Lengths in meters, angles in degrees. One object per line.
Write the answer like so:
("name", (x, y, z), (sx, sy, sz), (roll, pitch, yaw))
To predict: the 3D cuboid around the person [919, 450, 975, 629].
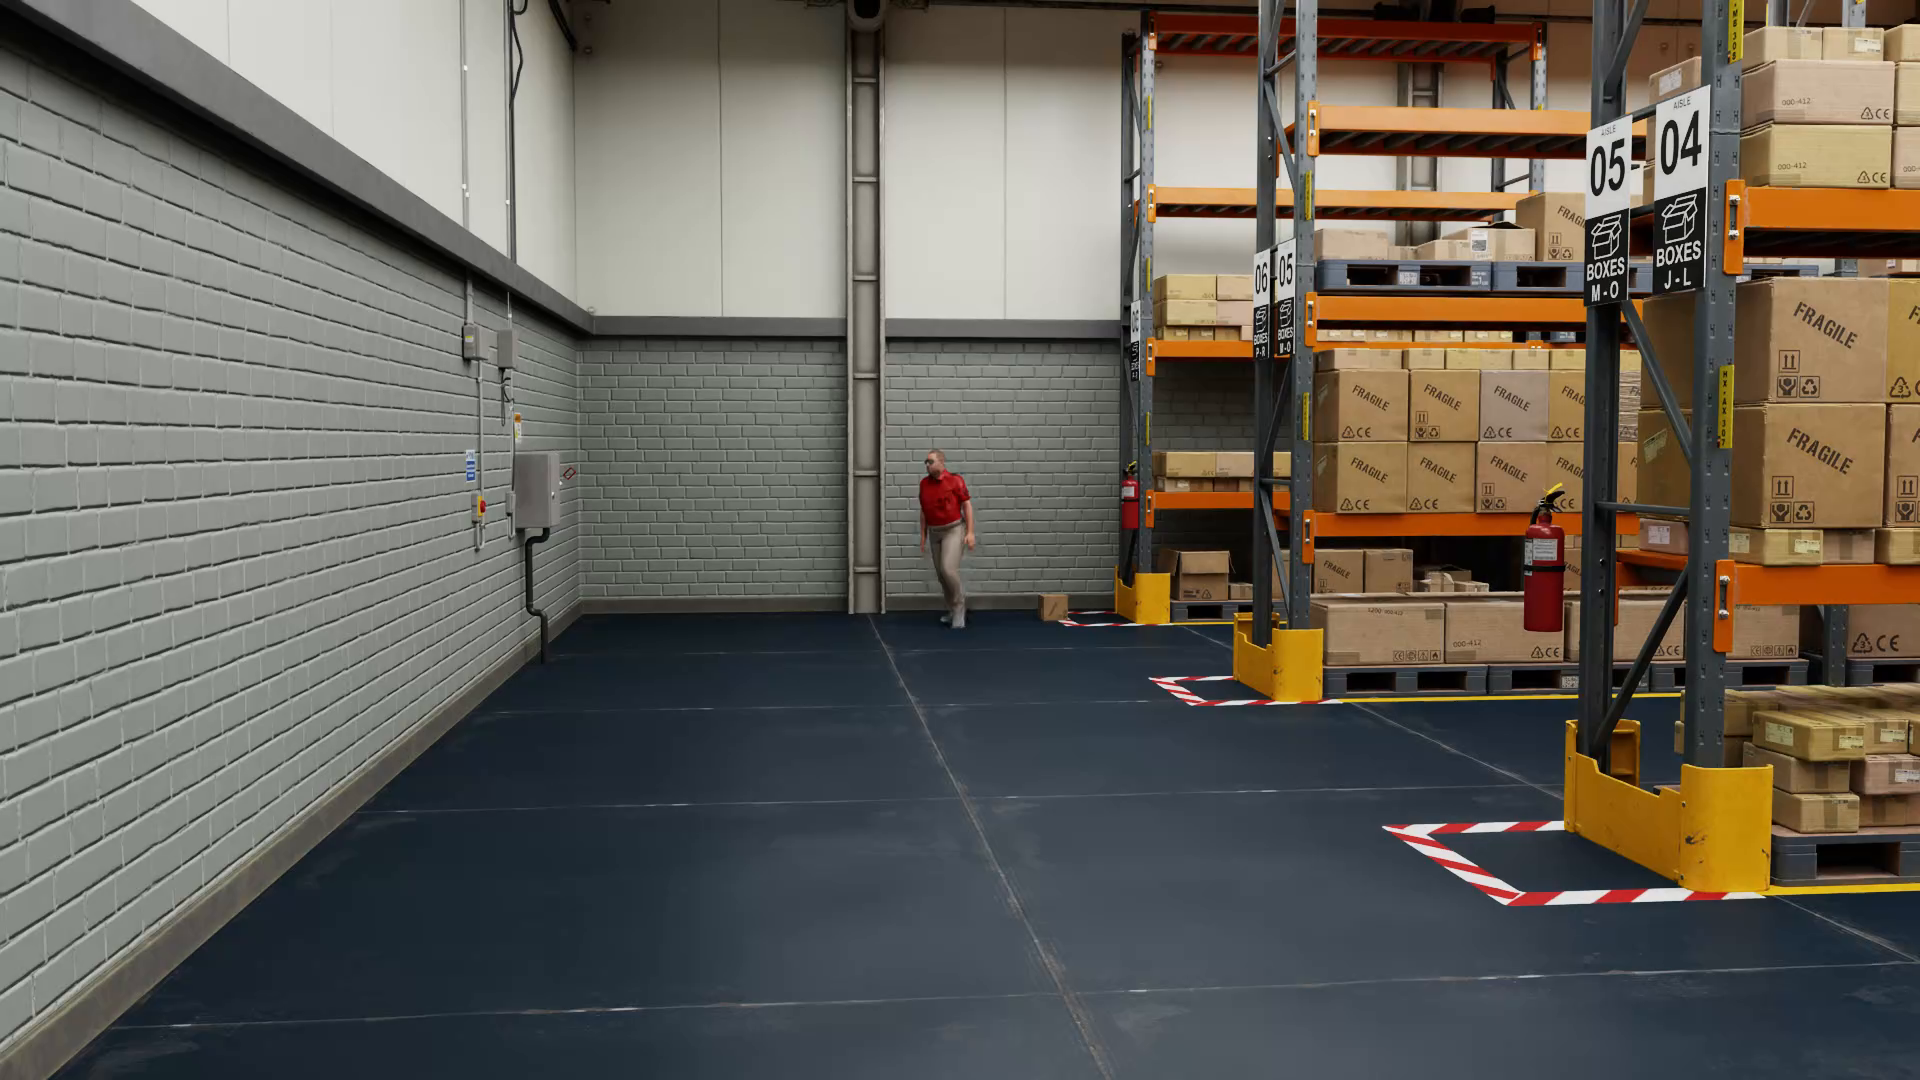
("person", (-0.121, -0.007, 16.300), (0.600, 1.753, 0.515), (3, 4, 39))
